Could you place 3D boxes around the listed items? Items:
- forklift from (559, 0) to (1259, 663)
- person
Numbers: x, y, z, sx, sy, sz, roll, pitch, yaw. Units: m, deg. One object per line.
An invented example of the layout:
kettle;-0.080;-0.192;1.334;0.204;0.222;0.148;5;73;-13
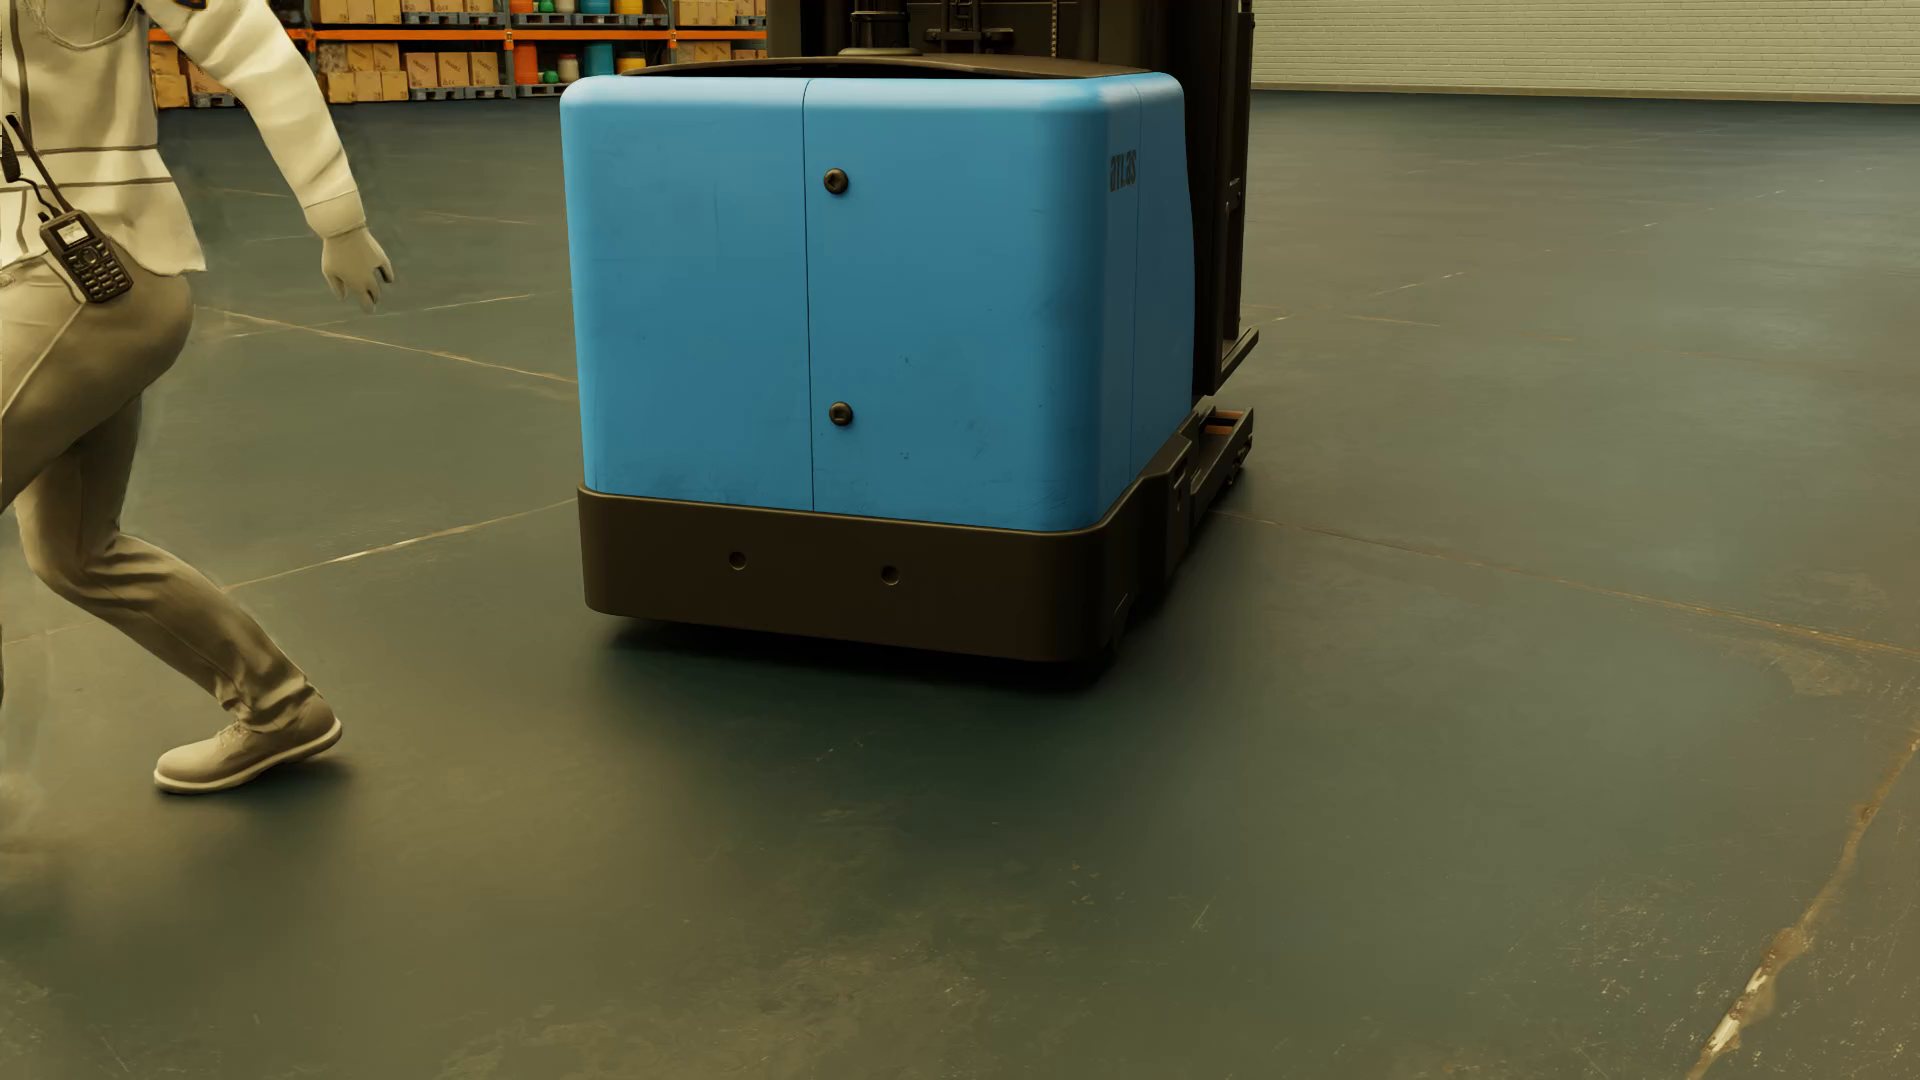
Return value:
forklift;0.182;-1.571;4.072;1.130;2.935;3.031;5;18;17
person;-1.285;-0.329;2.336;0.873;1.625;0.520;-12;21;-35
